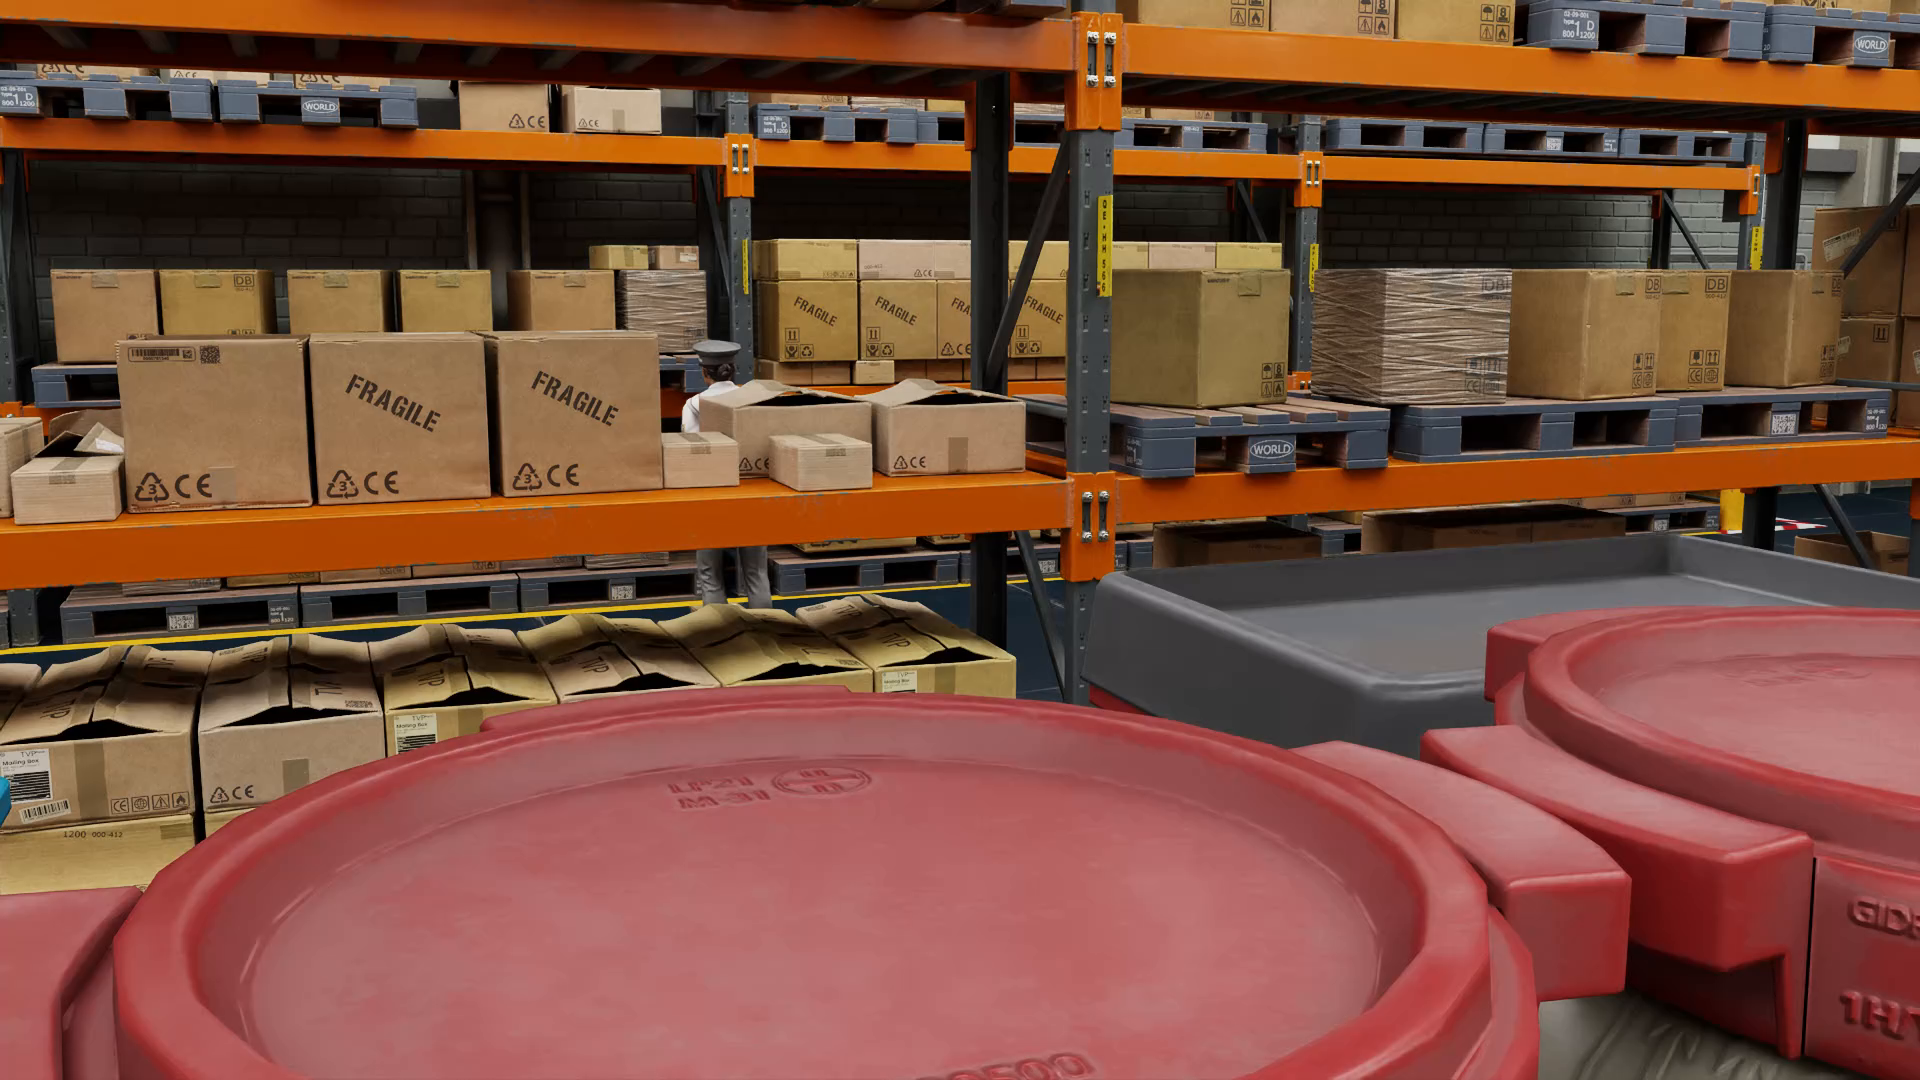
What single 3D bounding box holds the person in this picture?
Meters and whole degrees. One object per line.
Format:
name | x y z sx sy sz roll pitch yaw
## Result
person | -1.196 -0.185 8.508 0.547 1.667 0.409 -4 10 -24
